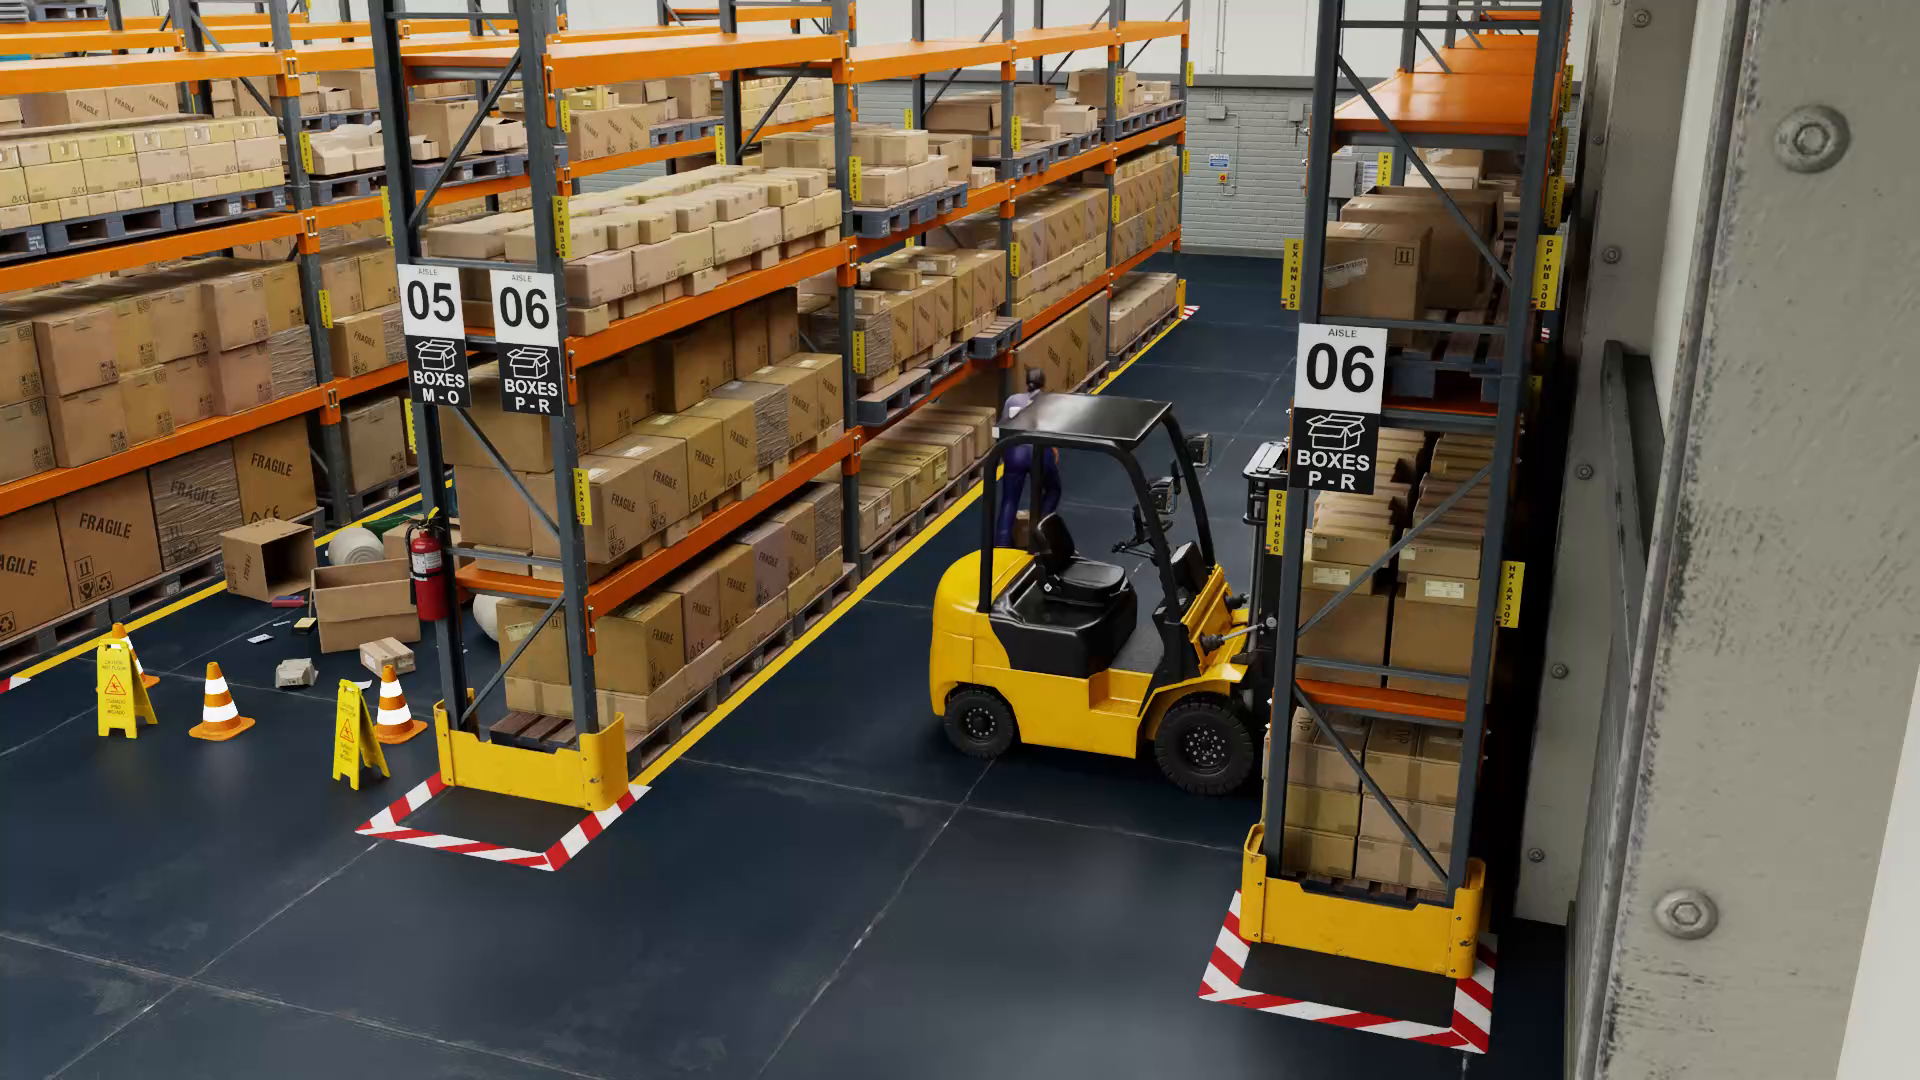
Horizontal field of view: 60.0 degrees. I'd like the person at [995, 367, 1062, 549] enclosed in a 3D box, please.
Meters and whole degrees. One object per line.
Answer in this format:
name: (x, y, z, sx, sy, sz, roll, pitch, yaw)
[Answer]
person: (0.601, -0.662, 14.118, 0.599, 1.561, 0.914, 5, 19, 14)
